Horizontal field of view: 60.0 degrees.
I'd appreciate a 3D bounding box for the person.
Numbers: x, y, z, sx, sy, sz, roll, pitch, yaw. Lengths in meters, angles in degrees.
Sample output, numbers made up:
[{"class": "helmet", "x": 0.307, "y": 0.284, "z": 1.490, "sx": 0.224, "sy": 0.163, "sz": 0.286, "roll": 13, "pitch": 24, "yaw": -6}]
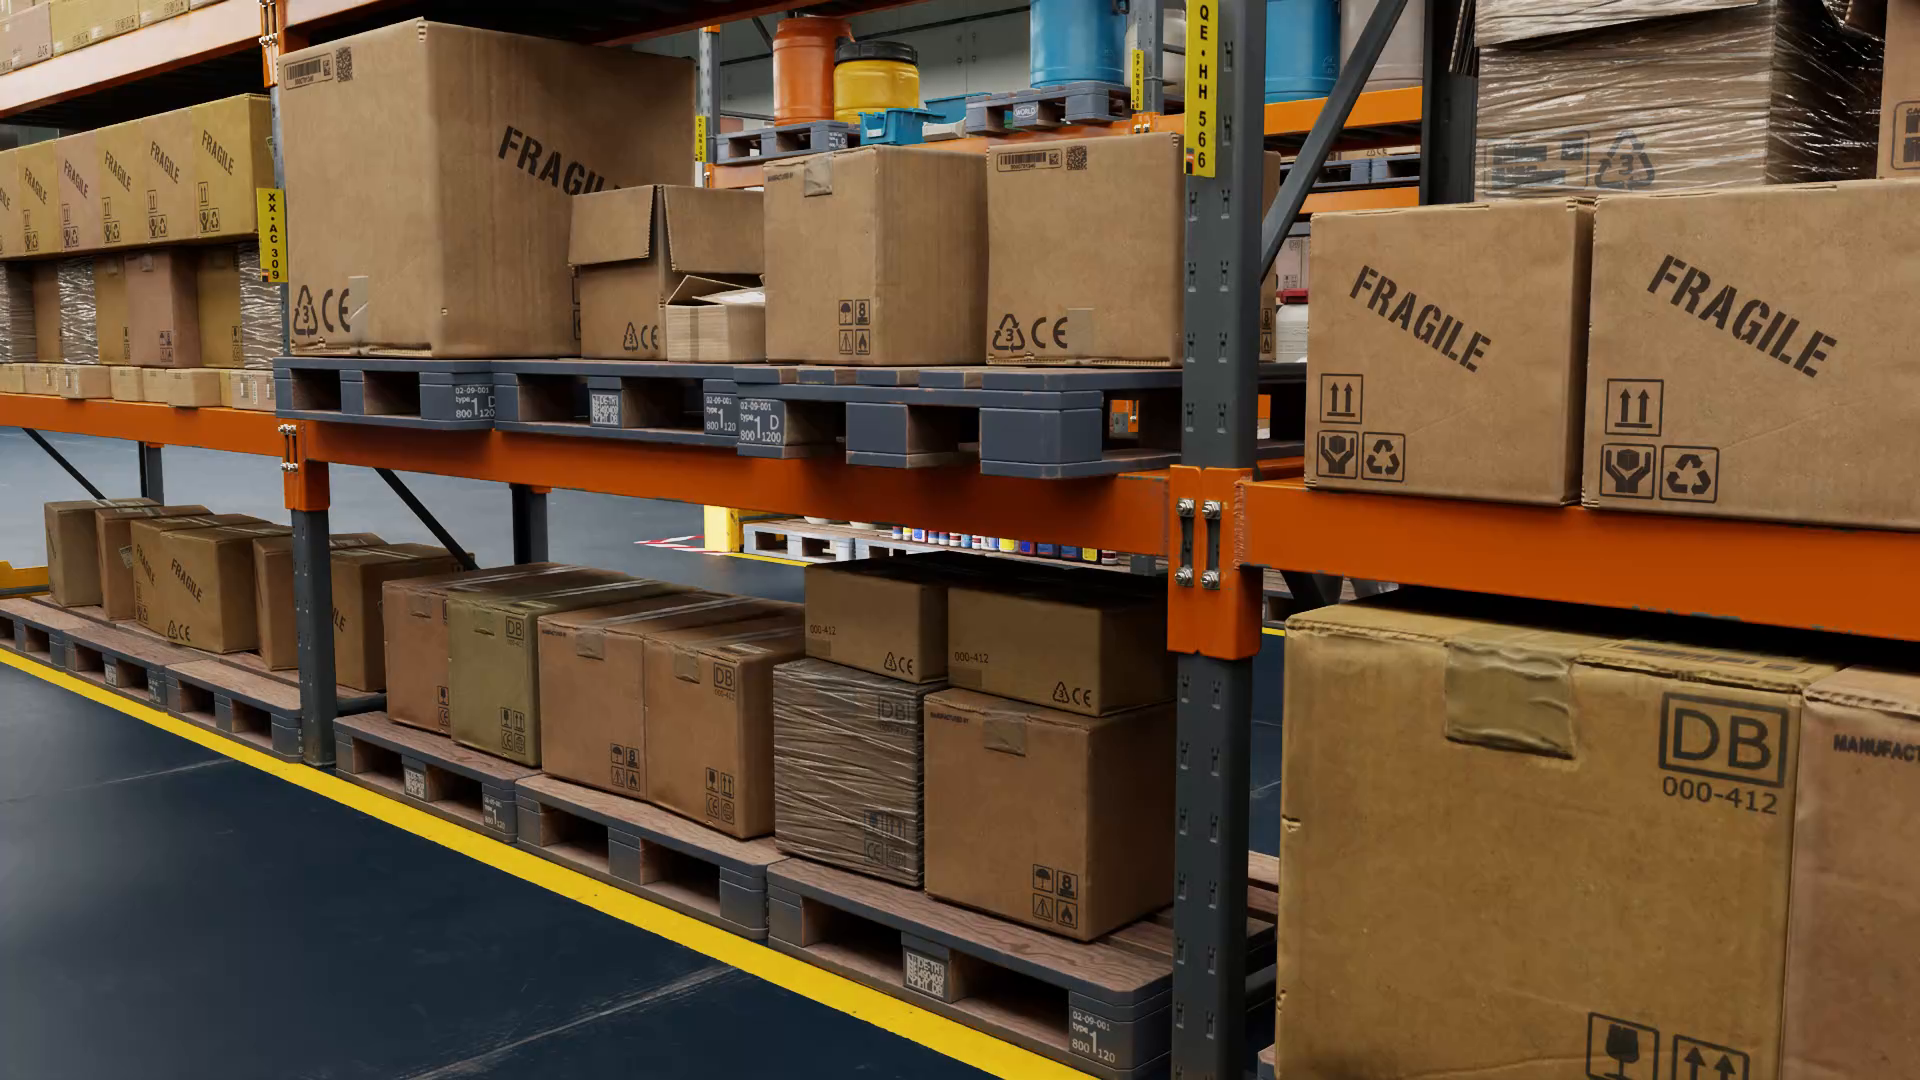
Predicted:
[{"class": "person", "x": 1.520, "y": -0.102, "z": 6.548, "sx": 0.625, "sy": 1.773, "sz": 0.452, "roll": 6, "pitch": 9, "yaw": 40}]
